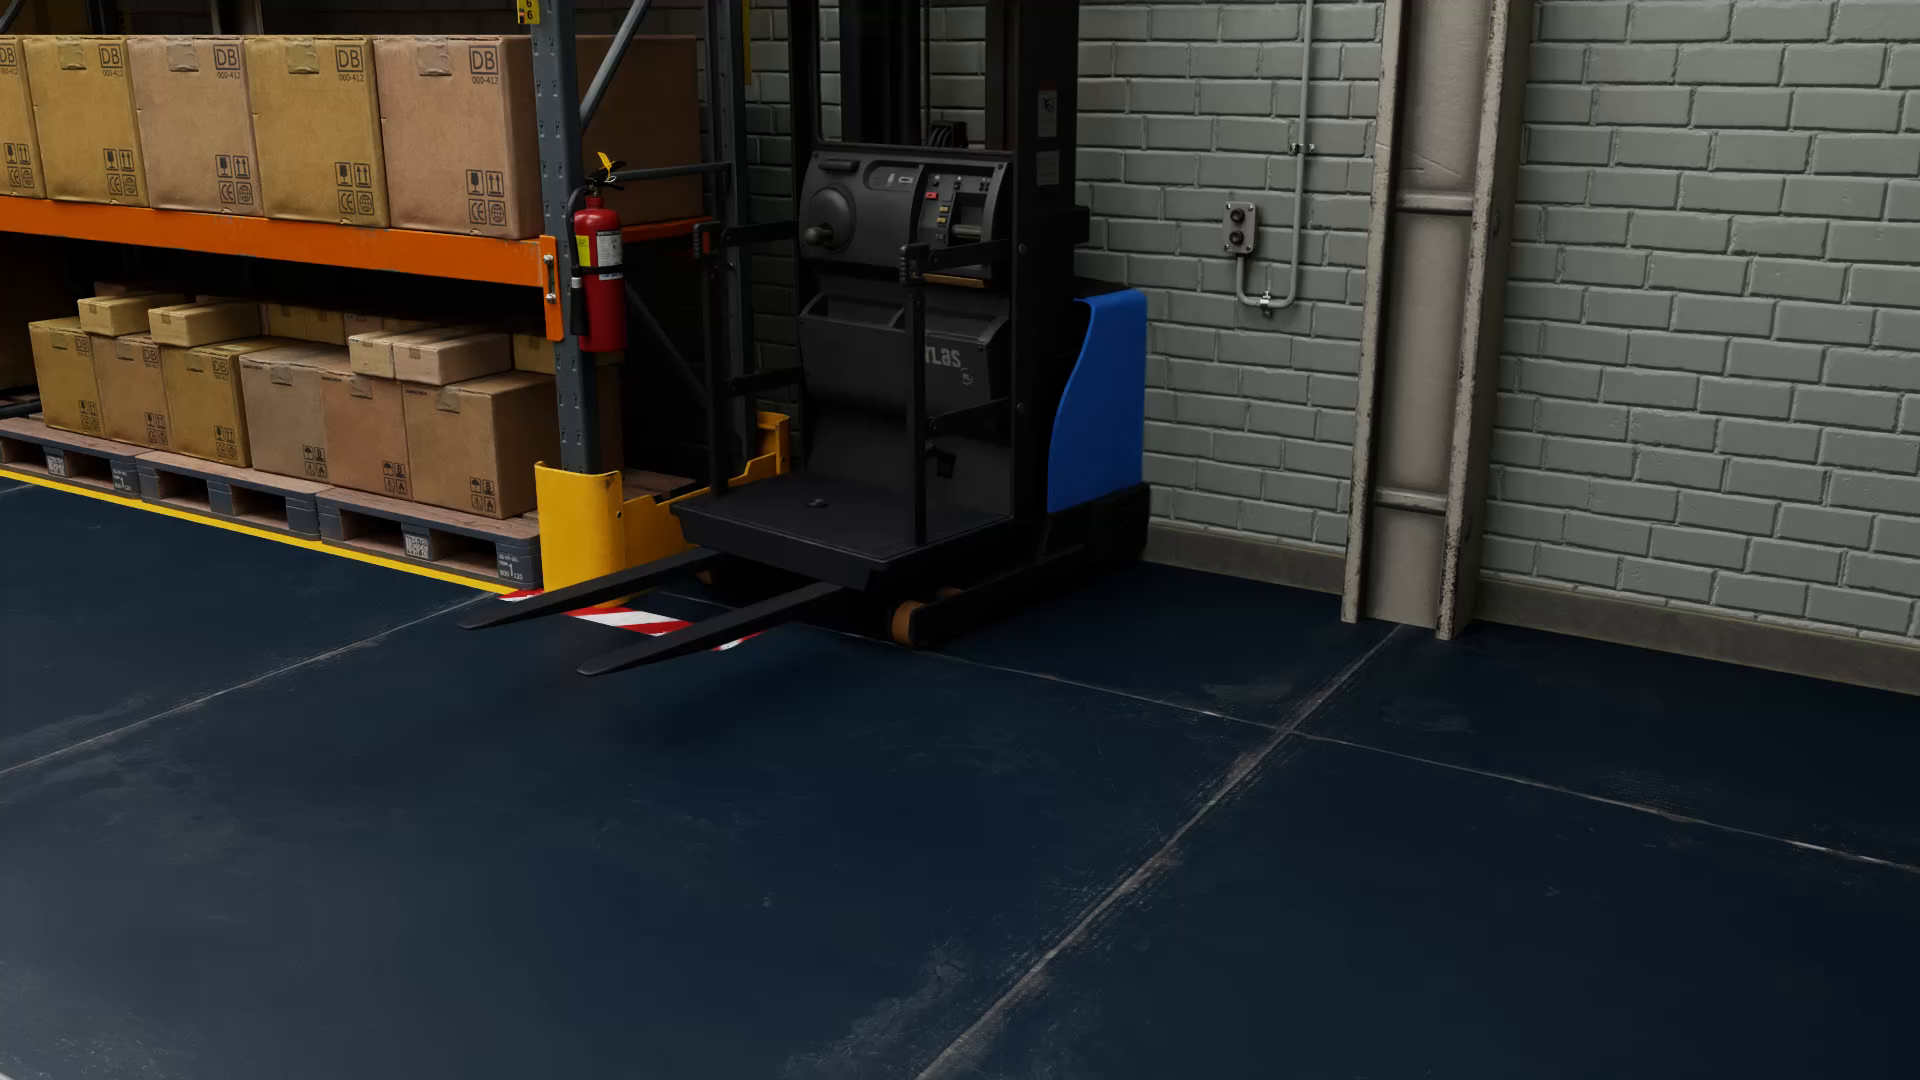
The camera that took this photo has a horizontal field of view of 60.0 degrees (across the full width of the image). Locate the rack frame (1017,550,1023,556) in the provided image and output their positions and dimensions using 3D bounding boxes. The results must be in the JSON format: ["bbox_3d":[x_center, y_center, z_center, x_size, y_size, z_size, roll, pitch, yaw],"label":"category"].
[{"bbox_3d":[0.384,-0.500,6.386,0.032,1.125,0.500,5,3,31],"label":"rack frame"}]

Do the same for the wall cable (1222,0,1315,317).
[{"bbox_3d":[0.439,-1.878,6.154,1.851,1.984,0.084,10,20,30],"label":"wall cable"}]

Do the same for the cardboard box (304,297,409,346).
[{"bbox_3d":[-2.666,-0.972,7.382,0.250,0.149,0.380,10,20,31],"label":"cardboard box"}]

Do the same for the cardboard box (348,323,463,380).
[{"bbox_3d":[-2.218,-0.762,6.691,0.250,0.149,0.380,11,20,32],"label":"cardboard box"}]

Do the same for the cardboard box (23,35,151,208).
[{"bbox_3d":[-3.482,-1.905,7.476,0.700,0.700,0.980,10,19,29],"label":"cardboard box"}]

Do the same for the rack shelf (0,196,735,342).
[{"bbox_3d":[-2.851,-1.312,7.277,4.000,0.370,1.077,10,20,30],"label":"rack shelf"}]

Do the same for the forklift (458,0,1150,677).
[{"bbox_3d":[-0.350,-1.195,5.773,1.130,2.935,3.031,14,22,38],"label":"forklift"}]

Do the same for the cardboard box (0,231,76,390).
[{"bbox_3d":[-5.177,-1.200,8.645,0.750,0.750,0.750,10,20,31],"label":"cardboard box"}]

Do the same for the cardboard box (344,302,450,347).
[{"bbox_3d":[-2.447,-0.933,7.254,0.250,0.149,0.380,10,20,31],"label":"cardboard box"}]

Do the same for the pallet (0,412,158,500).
[{"bbox_3d":[-3.948,-0.491,8.135,1.213,0.211,1.003,10,20,30],"label":"pallet"}]

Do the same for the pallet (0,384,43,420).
[{"bbox_3d":[-5.252,-0.725,8.905,1.213,0.211,1.003,10,20,30],"label":"pallet"}]

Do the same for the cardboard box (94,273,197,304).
[{"bbox_3d":[-3.991,-1.208,8.159,0.250,0.149,0.380,10,20,30],"label":"cardboard box"}]

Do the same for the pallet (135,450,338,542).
[{"bbox_3d":[-2.904,-0.306,7.525,1.213,0.211,1.003,10,20,30],"label":"pallet"}]

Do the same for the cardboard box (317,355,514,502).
[{"bbox_3d":[-2.222,-0.515,6.993,0.500,0.500,0.700,10,20,30],"label":"cardboard box"}]

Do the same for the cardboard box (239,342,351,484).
[{"bbox_3d":[-2.651,-0.591,7.244,0.500,0.500,0.700,9,19,28],"label":"cardboard box"}]

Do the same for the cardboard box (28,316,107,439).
[{"bbox_3d":[-3.972,-0.826,8.019,0.500,0.500,0.700,10,20,31],"label":"cardboard box"}]

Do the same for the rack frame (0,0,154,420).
[{"bbox_3d":[-4.555,-1.960,8.174,0.127,3.000,1.000,10,20,30],"label":"rack frame"}]

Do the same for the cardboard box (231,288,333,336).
[{"bbox_3d":[-3.101,-1.050,7.638,0.250,0.149,0.380,10,20,31],"label":"cardboard box"}]

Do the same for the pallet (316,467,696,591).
[{"bbox_3d":[-1.869,-0.120,6.913,1.213,0.211,1.003,10,20,30],"label":"pallet"}]

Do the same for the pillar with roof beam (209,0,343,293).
[{"bbox_3d":[-5.759,-3.873,4.147,0.400,9.000,9.100,10,20,30],"label":"pillar with roof beam"}]

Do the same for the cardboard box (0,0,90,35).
[{"bbox_3d":[-4.811,-2.654,8.447,0.500,0.250,0.500,11,20,32],"label":"cardboard box"}]

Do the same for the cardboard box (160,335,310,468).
[{"bbox_3d":[-3.109,-0.670,7.505,0.500,0.500,0.700,11,20,31],"label":"cardboard box"}]

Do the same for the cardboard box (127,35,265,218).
[{"bbox_3d":[-2.857,-1.797,7.120,0.700,0.700,0.980,9,19,27],"label":"cardboard box"}]

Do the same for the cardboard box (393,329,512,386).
[{"bbox_3d":[-2.000,-0.723,6.564,0.250,0.149,0.380,10,19,29],"label":"cardboard box"}]

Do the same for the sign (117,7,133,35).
[{"bbox_3d":[-4.266,-2.550,8.490,0.005,0.325,0.100,10,20,30],"label":"sign"}]

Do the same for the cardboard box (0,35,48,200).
[{"bbox_3d":[-4.101,-2.017,7.846,0.700,0.700,0.980,10,20,31],"label":"cardboard box"}]

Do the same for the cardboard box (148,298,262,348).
[{"bbox_3d":[-3.330,-0.960,7.343,0.250,0.149,0.380,9,19,28],"label":"cardboard box"}]

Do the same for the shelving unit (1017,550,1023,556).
[{"bbox_3d":[-0.049,-0.534,6.649,1.048,1.125,0.538,5,3,31],"label":"shelving unit"}]

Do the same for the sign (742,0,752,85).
[{"bbox_3d":[-0.851,-1.941,6.484,0.005,0.325,0.100,10,20,30],"label":"sign"}]

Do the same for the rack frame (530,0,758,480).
[{"bbox_3d":[-1.147,-1.352,6.171,0.127,3.000,1.000,10,20,30],"label":"rack frame"}]

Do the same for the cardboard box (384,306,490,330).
[{"bbox_3d":[-2.229,-0.895,7.128,0.250,0.149,0.380,10,20,31],"label":"cardboard box"}]

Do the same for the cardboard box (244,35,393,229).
[{"bbox_3d":[-2.212,-1.679,6.730,0.700,0.700,0.980,10,20,30],"label":"cardboard box"}]

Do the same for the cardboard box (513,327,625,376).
[{"bbox_3d":[-1.584,-0.780,6.749,0.250,0.149,0.380,10,20,30],"label":"cardboard box"}]

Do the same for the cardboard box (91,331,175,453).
[{"bbox_3d":[-3.545,-0.749,7.764,0.500,0.500,0.700,10,20,30],"label":"cardboard box"}]

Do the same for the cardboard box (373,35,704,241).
[{"bbox_3d":[-1.586,-1.571,6.375,0.700,0.700,0.980,11,20,33],"label":"cardboard box"}]

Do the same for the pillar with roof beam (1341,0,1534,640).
[{"bbox_3d":[-0.646,-2.960,1.143,0.400,9.000,9.100,10,20,30],"label":"pillar with roof beam"}]

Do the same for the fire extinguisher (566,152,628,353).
[{"bbox_3d":[-1.260,-0.999,5.785,0.183,0.674,0.296,10,20,30],"label":"fire extinguisher"}]

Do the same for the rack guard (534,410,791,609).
[{"bbox_3d":[-1.126,-0.152,6.523,0.348,0.500,1.175,10,20,30],"label":"rack guard"}]

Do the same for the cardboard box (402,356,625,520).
[{"bbox_3d":[-1.795,-0.439,6.743,0.500,0.500,0.700,10,20,30],"label":"cardboard box"}]

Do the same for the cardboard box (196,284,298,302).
[{"bbox_3d":[-3.316,-1.088,7.765,0.250,0.149,0.380,9,19,28],"label":"cardboard box"}]

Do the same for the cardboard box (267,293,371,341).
[{"bbox_3d":[-2.881,-1.011,7.509,0.250,0.149,0.380,10,19,29],"label":"cardboard box"}]

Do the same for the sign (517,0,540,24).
[{"bbox_3d":[-1.442,-1.887,5.533,0.005,0.325,0.100,10,20,30],"label":"sign"}]

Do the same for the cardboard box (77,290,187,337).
[{"bbox_3d":[-3.775,-1.039,7.604,0.250,0.149,0.380,11,20,32],"label":"cardboard box"}]

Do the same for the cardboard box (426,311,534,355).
[{"bbox_3d":[-2.016,-0.856,7.002,0.250,0.149,0.380,10,20,30],"label":"cardboard box"}]
